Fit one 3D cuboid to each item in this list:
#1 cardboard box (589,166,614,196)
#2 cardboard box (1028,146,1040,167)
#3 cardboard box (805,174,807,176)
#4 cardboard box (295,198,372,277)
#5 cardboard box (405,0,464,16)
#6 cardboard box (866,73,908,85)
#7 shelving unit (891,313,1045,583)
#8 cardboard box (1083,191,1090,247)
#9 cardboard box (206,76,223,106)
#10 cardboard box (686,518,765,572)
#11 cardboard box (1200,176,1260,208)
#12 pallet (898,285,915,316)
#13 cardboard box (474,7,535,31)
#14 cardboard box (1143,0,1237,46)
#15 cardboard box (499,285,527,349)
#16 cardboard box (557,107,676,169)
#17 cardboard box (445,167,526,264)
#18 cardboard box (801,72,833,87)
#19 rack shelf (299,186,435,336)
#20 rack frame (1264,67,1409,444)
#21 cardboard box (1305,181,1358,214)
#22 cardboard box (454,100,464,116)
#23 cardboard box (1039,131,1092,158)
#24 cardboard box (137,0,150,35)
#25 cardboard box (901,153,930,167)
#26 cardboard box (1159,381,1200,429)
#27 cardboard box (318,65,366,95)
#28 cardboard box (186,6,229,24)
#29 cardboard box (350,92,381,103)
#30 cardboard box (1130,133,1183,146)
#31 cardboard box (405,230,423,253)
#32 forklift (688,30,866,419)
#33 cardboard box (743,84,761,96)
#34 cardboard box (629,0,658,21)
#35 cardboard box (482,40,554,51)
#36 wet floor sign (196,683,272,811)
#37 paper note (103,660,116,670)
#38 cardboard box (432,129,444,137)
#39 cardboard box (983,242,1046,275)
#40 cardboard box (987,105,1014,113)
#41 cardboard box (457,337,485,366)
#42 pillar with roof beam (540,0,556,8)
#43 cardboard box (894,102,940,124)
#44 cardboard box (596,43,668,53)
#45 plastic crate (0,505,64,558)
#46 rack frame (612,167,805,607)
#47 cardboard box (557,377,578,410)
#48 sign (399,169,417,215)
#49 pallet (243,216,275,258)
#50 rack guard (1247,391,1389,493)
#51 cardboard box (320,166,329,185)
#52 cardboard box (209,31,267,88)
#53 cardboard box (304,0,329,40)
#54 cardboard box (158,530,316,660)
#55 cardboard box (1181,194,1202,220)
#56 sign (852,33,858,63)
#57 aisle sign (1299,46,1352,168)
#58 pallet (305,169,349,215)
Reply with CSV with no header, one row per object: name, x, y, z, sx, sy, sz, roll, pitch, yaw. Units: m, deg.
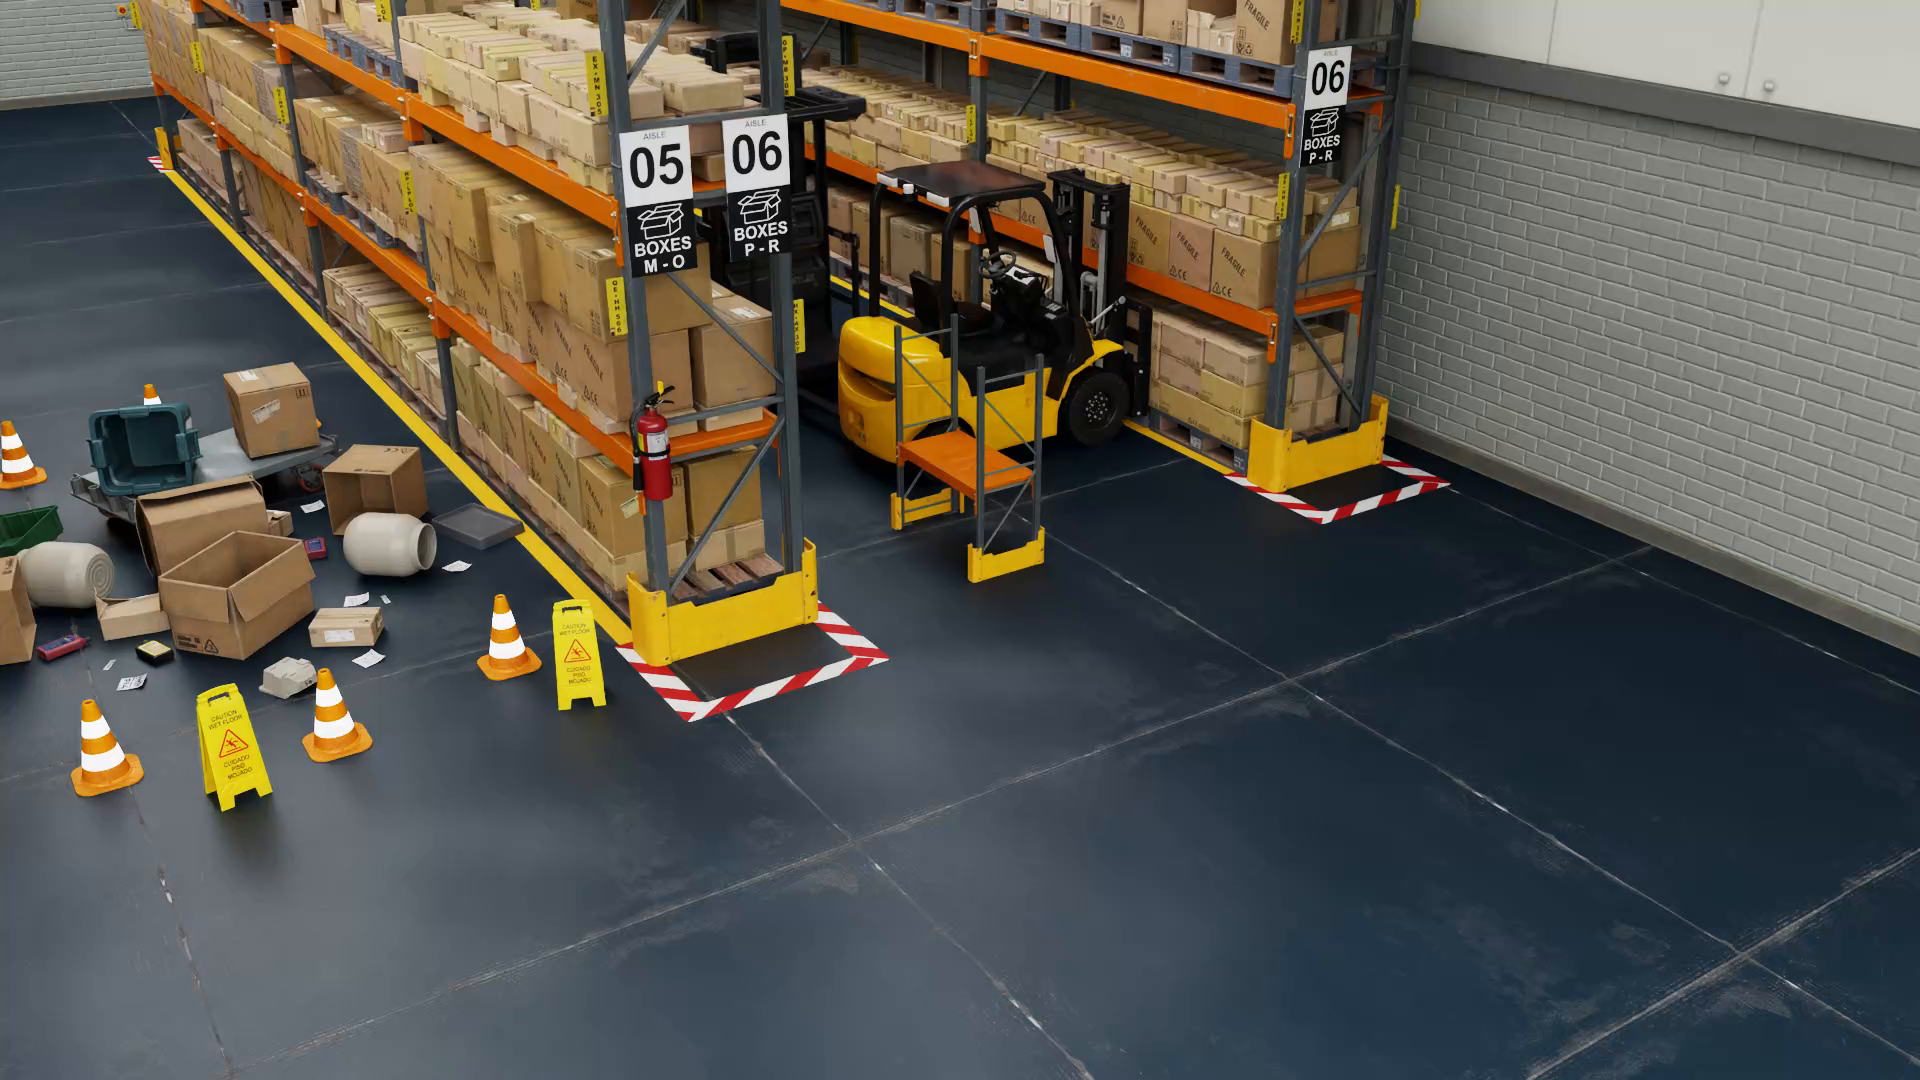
cardboard box,-1.852,-2.053,9.328,0.380,0.149,0.250,-15,29,-29
cardboard box,0.812,-3.321,14.356,0.380,0.149,0.250,-16,29,-30
cardboard box,-2.045,-3.928,18.955,0.500,0.500,0.500,-15,29,-28
cardboard box,-6.098,-3.105,16.772,0.875,0.875,0.875,-16,30,-30
cardboard box,-4.030,-4.061,12.385,0.500,0.250,0.500,-15,29,-28
cardboard box,-0.767,-4.791,17.470,0.380,0.149,0.250,-16,30,-31
shelving unit,0.042,-0.651,11.334,0.587,1.500,1.083,-16,29,-30
cardboard box,1.149,-2.799,14.010,0.500,0.500,0.500,-16,30,-30
cardboard box,-7.970,-4.975,18.327,0.500,0.250,0.500,-16,30,-31
cardboard box,-1.632,-0.047,11.028,0.500,0.250,0.500,-16,30,-30
cardboard box,2.035,-2.626,12.536,0.380,0.149,0.250,-15,29,-28
pallet,0.115,-2.330,16.401,1.003,0.211,1.213,-16,29,-30
cardboard box,-3.251,-3.719,11.924,0.380,0.149,0.250,-15,29,-29
cardboard box,1.812,-4.034,12.503,0.700,0.500,0.500,-15,29,-29
cardboard box,-2.751,-1.603,11.129,0.500,0.500,0.500,-15,29,-29
cardboard box,-1.928,-2.291,9.365,0.500,0.250,0.500,-16,30,-30
cardboard box,-3.036,-2.229,11.283,0.700,0.500,0.500,-16,30,-31
cardboard box,-1.560,-4.828,17.549,0.380,0.149,0.250,-15,29,-28
rack shelf,-4.699,-2.568,14.482,1.077,0.370,4.000,-16,29,-30
rack frame,2.734,-1.906,12.236,1.000,3.000,0.127,-16,29,-30
cardboard box,2.729,-2.549,12.372,0.380,0.149,0.250,-16,30,-31
cardboard box,-3.215,-2.984,11.301,0.380,0.149,0.250,-15,29,-28
cardboard box,0.895,-3.349,14.067,0.380,0.149,0.250,-15,29,-28
cardboard box,-10.134,-6.730,21.166,0.500,0.500,0.500,-16,30,-31
cardboard box,-0.224,-3.566,15.929,0.500,0.250,0.500,-16,29,-30
cardboard box,1.949,-1.127,13.315,0.500,0.250,0.500,-16,29,-30
cardboard box,-5.855,-4.340,16.103,0.500,0.500,0.500,-17,30,-31
cardboard box,-8.409,-5.866,18.577,0.380,0.149,0.250,-16,30,-31
cardboard box,-5.309,-3.881,15.462,0.500,0.500,0.500,-17,30,-31
cardboard box,1.649,-3.300,13.964,0.380,0.149,0.250,-16,30,-30
cardboard box,-4.119,-2.374,13.031,0.380,0.149,0.250,-15,29,-29
forklift,-1.447,-2.643,13.878,1.130,2.935,3.031,-18,30,-33
cardboard box,-2.314,-4.989,18.569,0.380,0.149,0.250,-15,29,-29
cardboard box,-4.407,-7.198,22.396,0.500,0.500,0.500,-16,30,-31
cardboard box,-2.791,-3.056,10.519,0.380,0.149,0.250,-15,29,-29
wet floor sign,-3.841,1.056,8.720,0.267,0.644,0.232,-22,33,-38
paper note,-5.163,0.758,10.095,0.032,0.001,0.123,-1,25,-3
cardboard box,-4.247,-3.457,13.803,0.380,0.149,0.250,-14,29,-27
cardboard box,0.551,-2.489,15.029,0.500,0.250,0.500,-16,30,-30
cardboard box,0.300,-4.048,15.898,0.380,0.149,0.250,-16,29,-30
cardboard box,-3.493,-1.425,12.307,0.380,0.149,0.250,-15,29,-29
pillar with roof beam,-10.325,-10.513,23.440,9.100,9.000,0.400,-16,29,-30
cardboard box,-0.413,-4.105,16.017,0.380,0.149,0.250,-16,30,-31
cardboard box,-2.046,-3.002,10.404,0.380,0.149,0.250,-15,29,-28
plastic crate,-6.507,0.014,11.396,0.450,0.188,0.662,-10,25,2
rack frame,-1.423,-0.748,9.783,1.000,3.000,0.127,-16,29,-30
cardboard box,-2.326,-0.964,10.536,0.380,0.149,0.250,-15,29,-29
sign,-4.070,-2.571,12.289,0.100,0.325,0.005,-16,29,-30
pallet,-7.490,-3.520,18.922,1.003,0.211,1.213,-16,29,-30
rack guard,2.747,-0.767,12.751,1.175,0.500,0.348,-16,29,-30
cardboard box,-5.532,-3.308,15.009,0.380,0.149,0.250,-18,31,-33
cardboard box,-7.674,-5.137,17.793,0.500,0.500,0.500,-16,29,-30
cardboard box,-5.281,-4.669,14.459,0.700,0.500,0.500,-16,29,-30
cardboard box,-4.503,0.343,10.396,0.637,0.503,0.797,7,26,15
cardboard box,1.929,-2.586,12.799,0.380,0.149,0.250,-16,30,-30
sign,-1.170,-5.421,18.326,0.100,0.325,0.005,-16,29,-30
aisle sign,2.523,-2.989,11.486,0.394,0.787,0.004,-16,29,-30
pallet,-5.312,-3.292,15.397,1.213,0.211,1.003,-16,29,-30
